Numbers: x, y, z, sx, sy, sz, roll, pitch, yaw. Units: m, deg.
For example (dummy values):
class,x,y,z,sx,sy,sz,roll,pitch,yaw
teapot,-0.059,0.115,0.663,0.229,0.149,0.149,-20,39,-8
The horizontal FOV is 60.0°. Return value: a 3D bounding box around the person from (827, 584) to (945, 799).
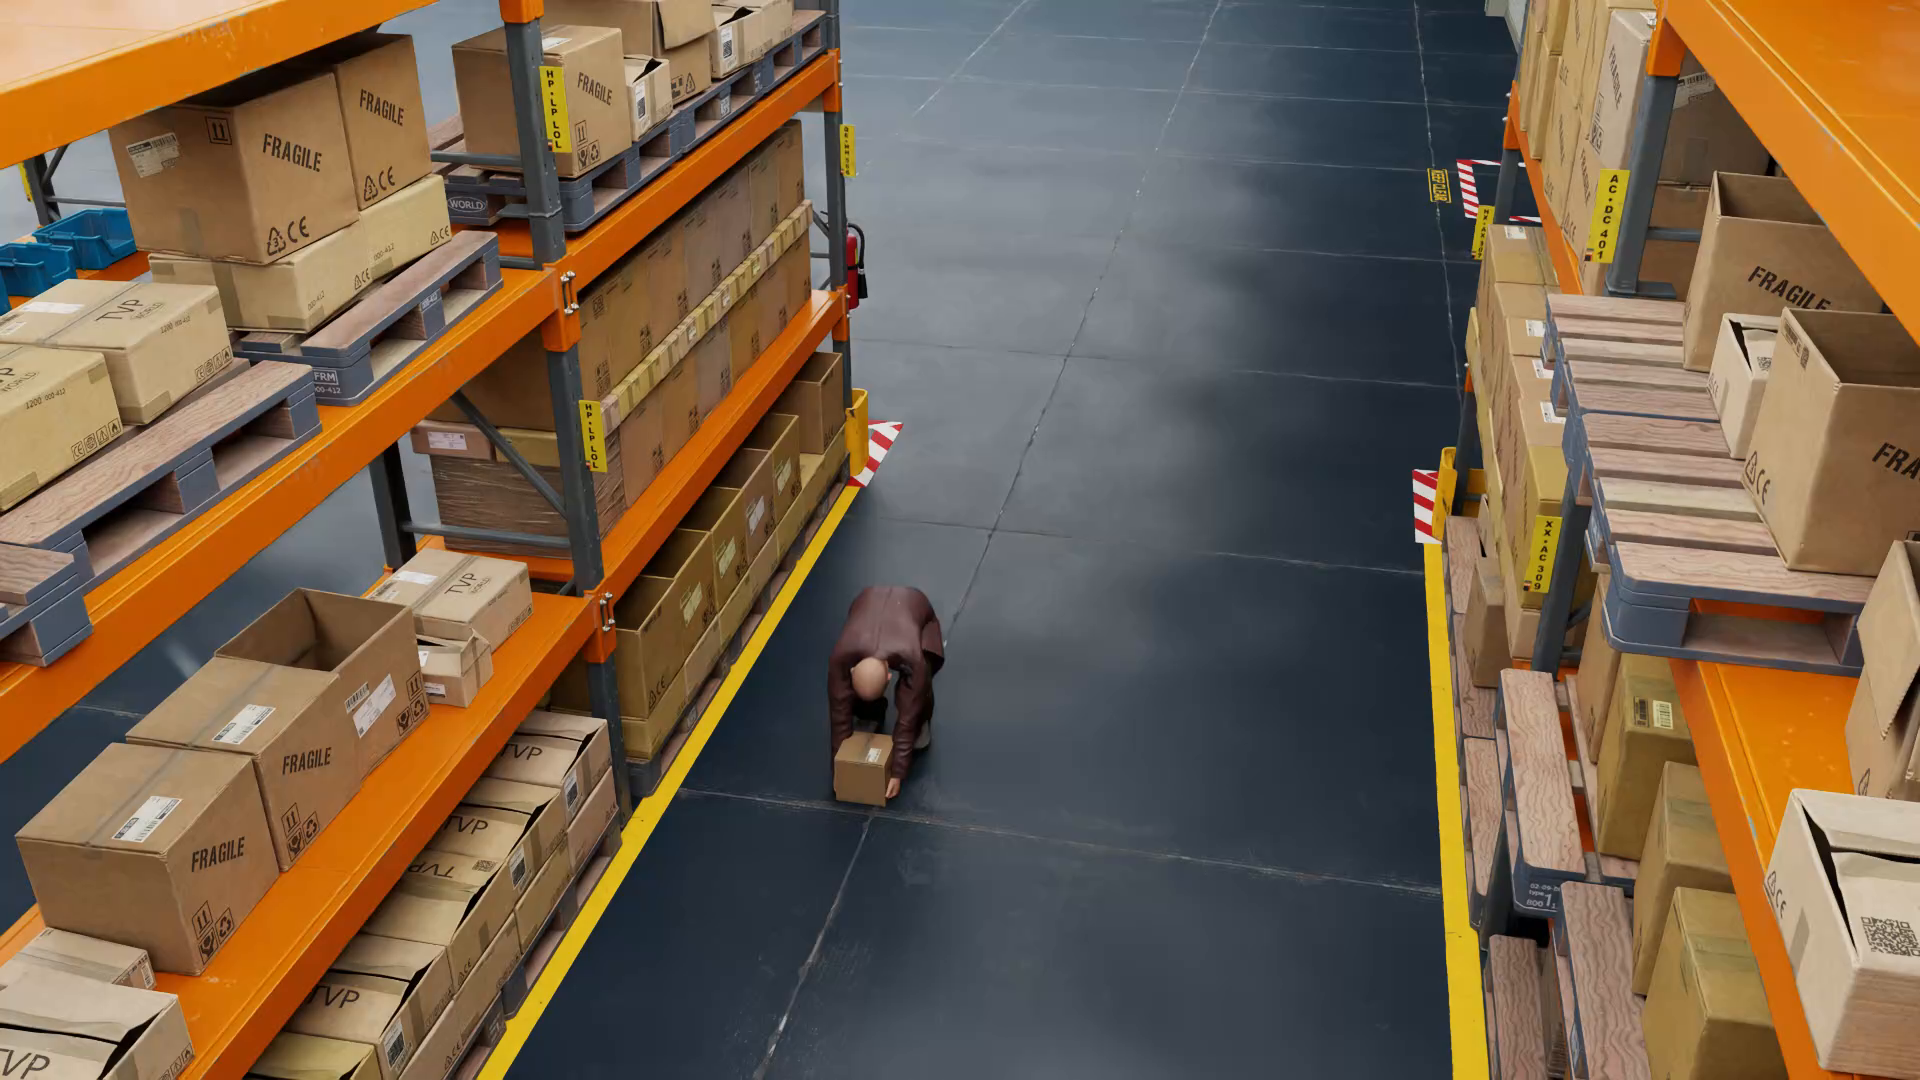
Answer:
class,x,y,z,sx,sy,sz,roll,pitch,yaw
person,-0.379,0.710,8.345,0.581,0.848,0.952,5,29,10
